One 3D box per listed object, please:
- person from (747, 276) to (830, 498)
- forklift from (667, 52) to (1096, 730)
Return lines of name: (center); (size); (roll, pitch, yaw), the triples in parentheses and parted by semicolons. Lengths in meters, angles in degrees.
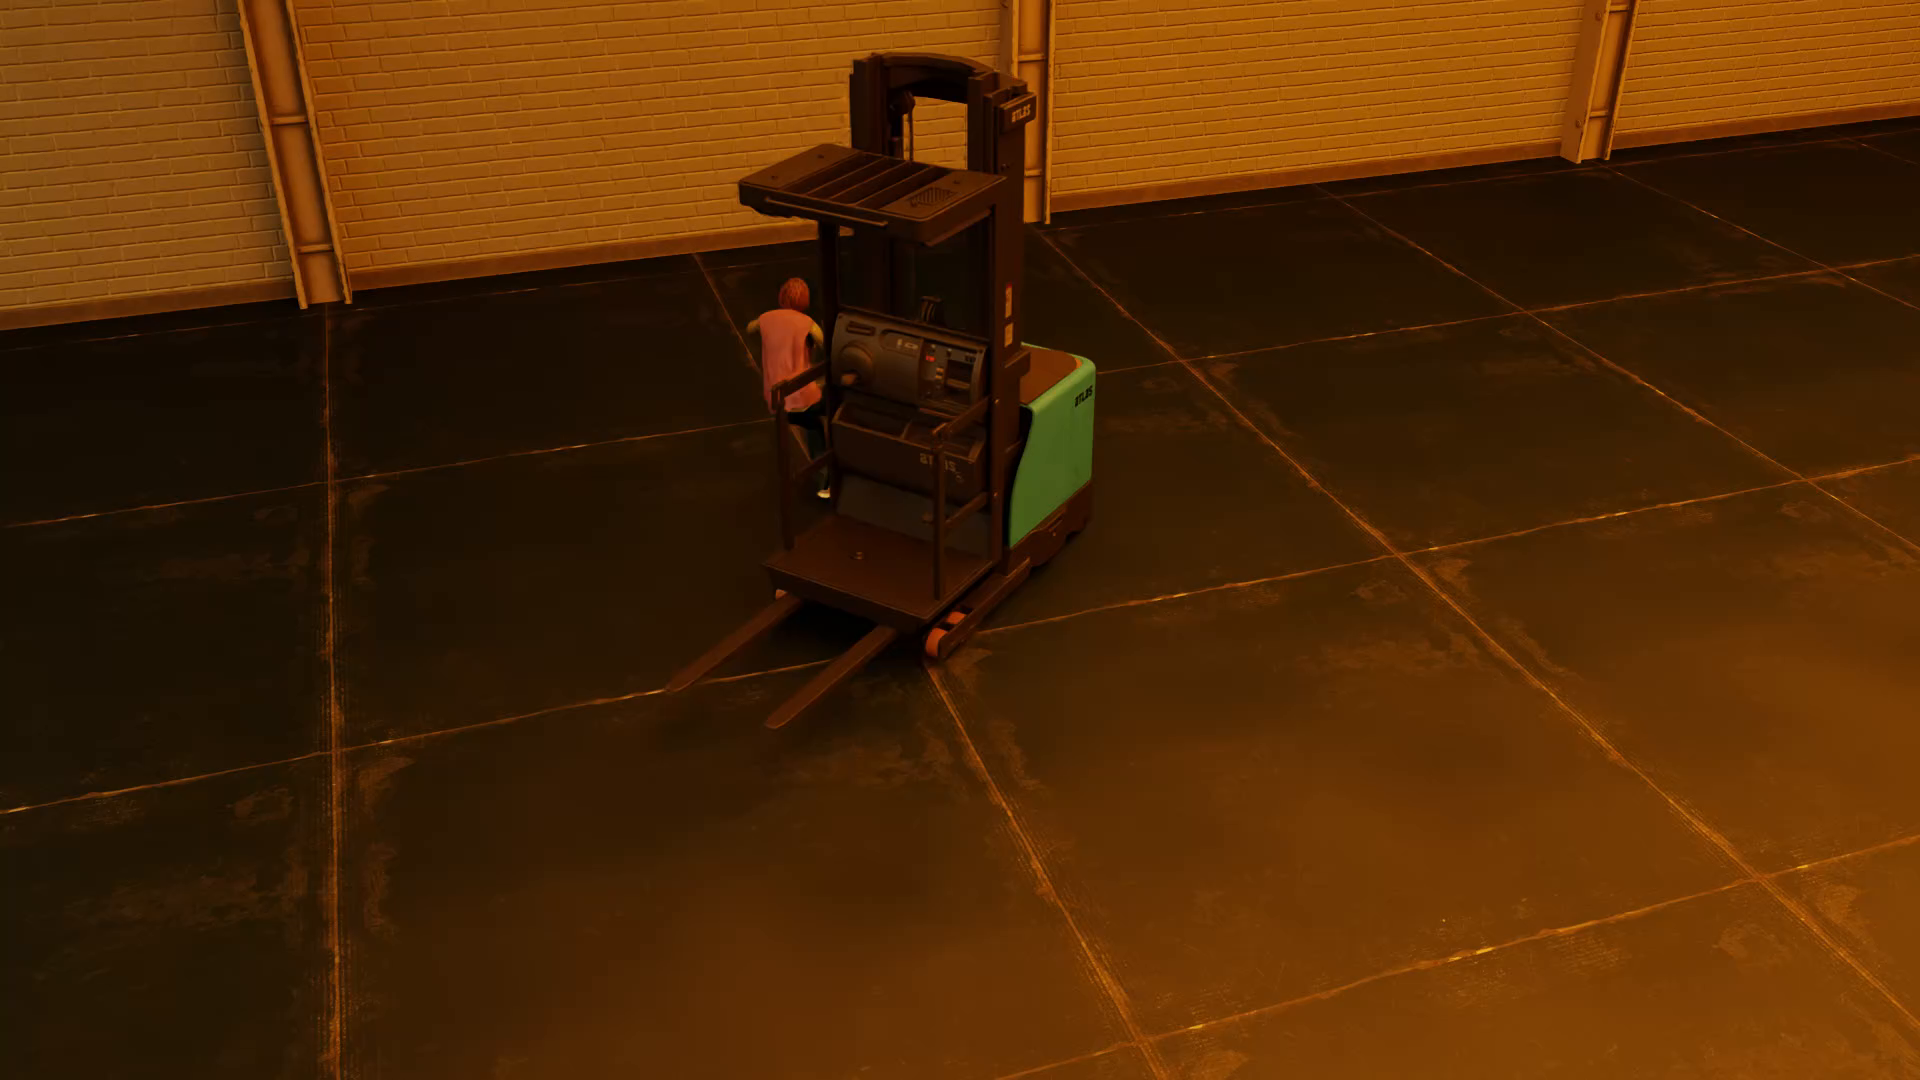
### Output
person: (-0.843, -0.979, 10.382); (1.026, 1.363, 0.849); (5, 30, 9)
forklift: (-0.390, -0.896, 8.644); (1.130, 2.935, 3.031); (17, 34, 27)
